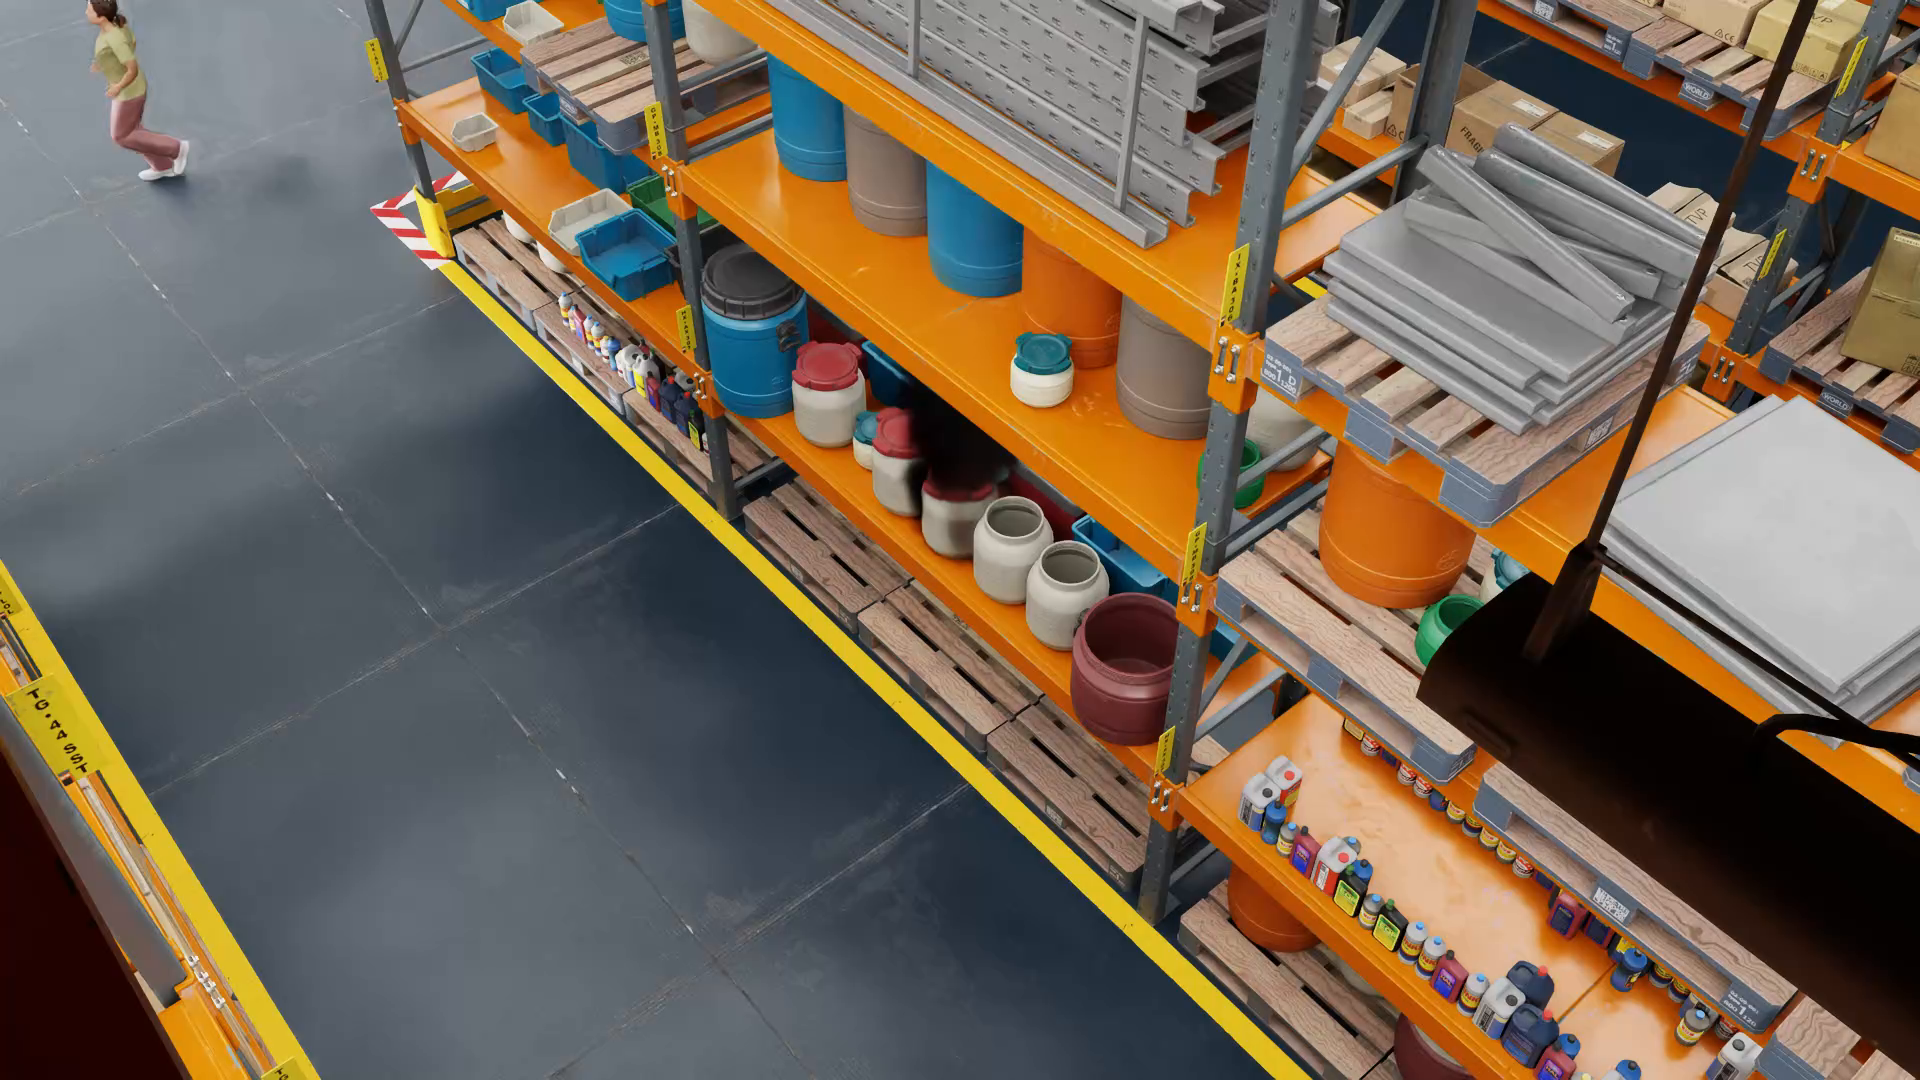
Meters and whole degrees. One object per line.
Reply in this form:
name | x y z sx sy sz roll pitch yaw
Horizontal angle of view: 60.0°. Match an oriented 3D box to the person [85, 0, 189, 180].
person | -6.613 -3.599 13.277 0.563 1.619 0.574 -11 48 -11
